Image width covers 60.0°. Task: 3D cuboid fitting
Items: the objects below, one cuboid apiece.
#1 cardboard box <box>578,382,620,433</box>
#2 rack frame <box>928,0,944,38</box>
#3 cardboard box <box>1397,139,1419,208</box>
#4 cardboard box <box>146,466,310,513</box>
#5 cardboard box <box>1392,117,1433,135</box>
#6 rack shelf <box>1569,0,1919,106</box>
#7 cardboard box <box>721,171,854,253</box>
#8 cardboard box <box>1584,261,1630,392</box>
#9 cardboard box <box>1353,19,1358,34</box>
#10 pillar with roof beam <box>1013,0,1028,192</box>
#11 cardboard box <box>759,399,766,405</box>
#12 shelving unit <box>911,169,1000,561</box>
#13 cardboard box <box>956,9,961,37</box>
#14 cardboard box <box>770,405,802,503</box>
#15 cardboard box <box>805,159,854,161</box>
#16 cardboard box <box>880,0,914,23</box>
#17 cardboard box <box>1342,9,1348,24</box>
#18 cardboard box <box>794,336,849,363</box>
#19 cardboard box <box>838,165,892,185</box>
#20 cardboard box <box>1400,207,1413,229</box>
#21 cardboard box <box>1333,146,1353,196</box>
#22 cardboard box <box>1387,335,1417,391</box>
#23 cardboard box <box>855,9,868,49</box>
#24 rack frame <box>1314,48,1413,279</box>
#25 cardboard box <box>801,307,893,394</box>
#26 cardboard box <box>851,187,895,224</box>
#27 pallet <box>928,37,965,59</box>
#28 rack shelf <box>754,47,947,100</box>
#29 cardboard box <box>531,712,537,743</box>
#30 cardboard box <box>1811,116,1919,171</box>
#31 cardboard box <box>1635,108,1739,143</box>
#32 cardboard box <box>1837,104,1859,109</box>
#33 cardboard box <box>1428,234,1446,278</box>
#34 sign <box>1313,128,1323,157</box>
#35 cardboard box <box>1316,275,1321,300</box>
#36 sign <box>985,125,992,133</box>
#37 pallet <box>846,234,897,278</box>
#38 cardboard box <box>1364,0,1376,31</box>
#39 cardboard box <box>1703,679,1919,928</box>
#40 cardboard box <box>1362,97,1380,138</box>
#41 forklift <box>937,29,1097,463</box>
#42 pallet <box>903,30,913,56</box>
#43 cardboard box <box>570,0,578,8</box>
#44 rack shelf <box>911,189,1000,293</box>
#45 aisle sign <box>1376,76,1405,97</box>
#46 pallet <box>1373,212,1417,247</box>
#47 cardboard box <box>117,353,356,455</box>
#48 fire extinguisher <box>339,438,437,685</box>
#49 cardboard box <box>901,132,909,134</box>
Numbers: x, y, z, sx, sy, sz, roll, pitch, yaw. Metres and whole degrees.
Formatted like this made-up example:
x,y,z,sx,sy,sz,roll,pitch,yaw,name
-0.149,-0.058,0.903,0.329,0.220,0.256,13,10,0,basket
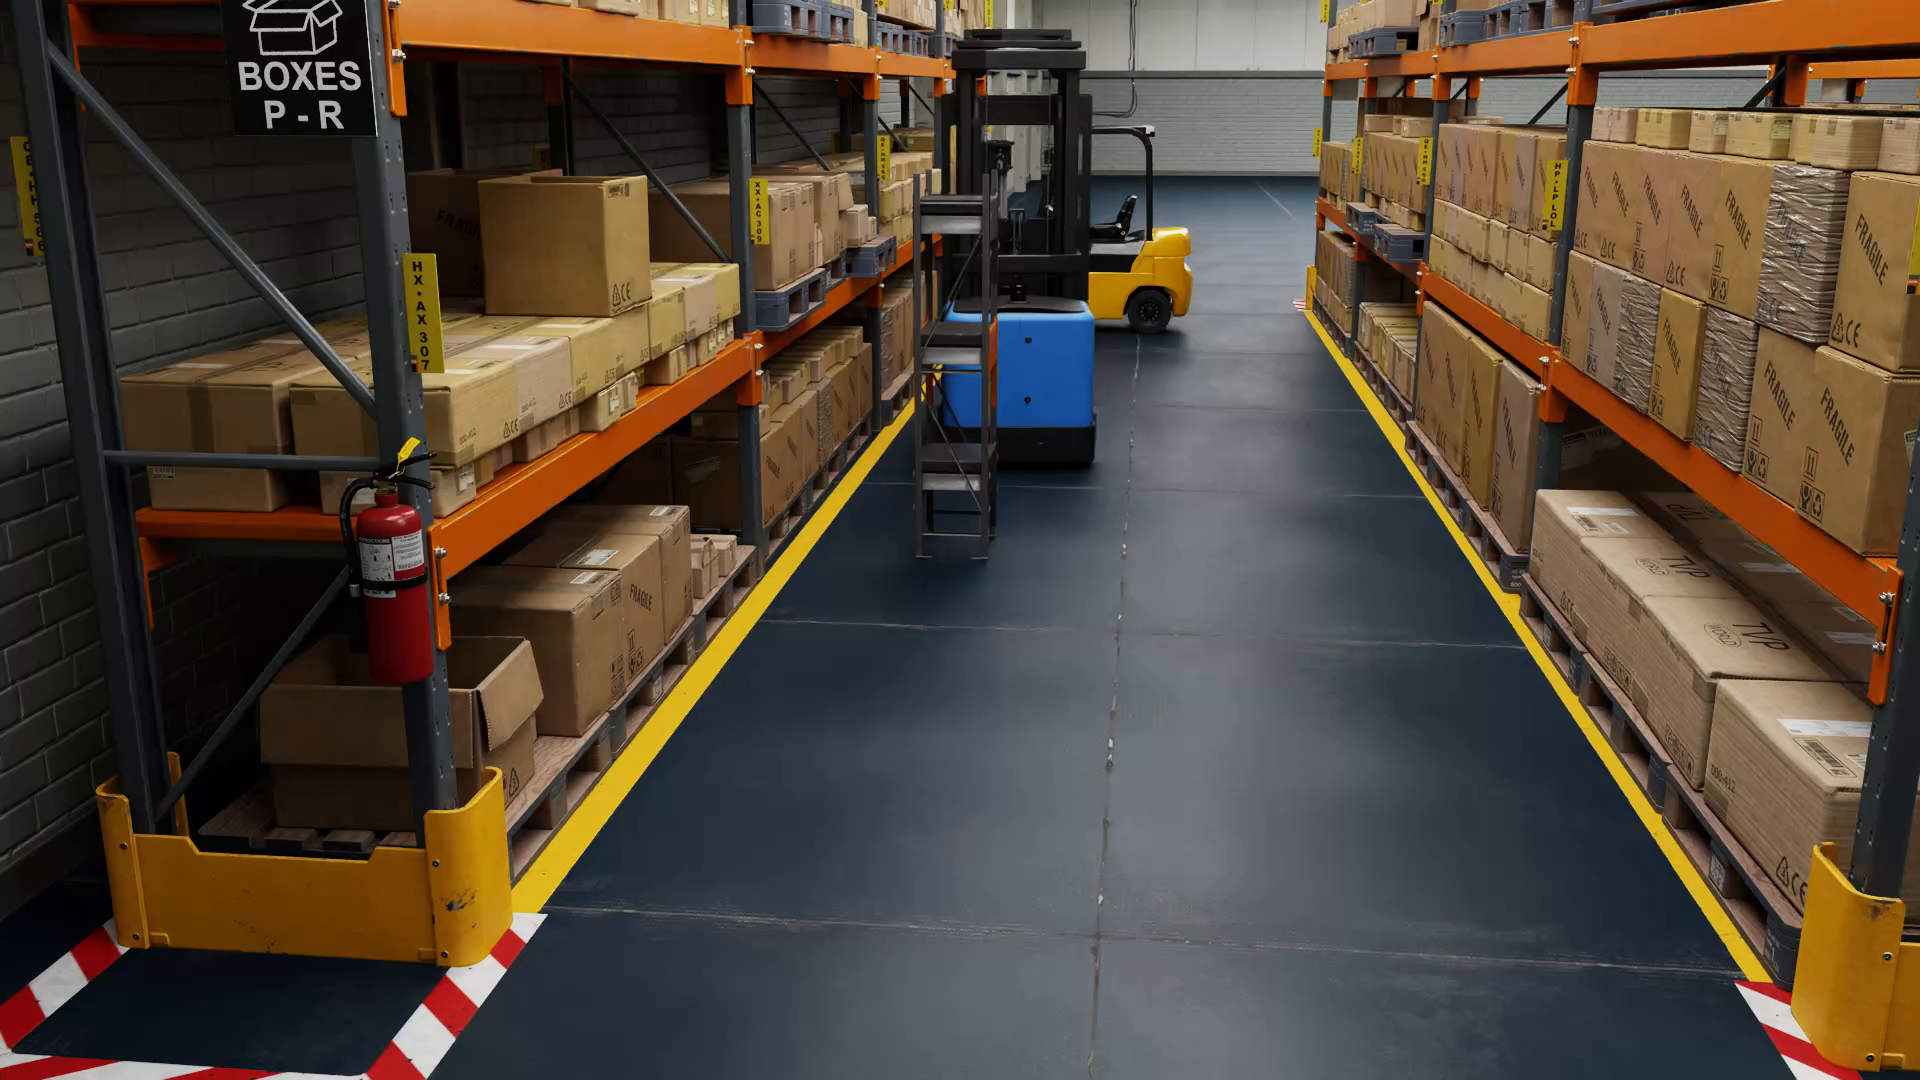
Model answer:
x,y,z,sx,sy,sz,roll,pitch,yaw,name
-1.502,-0.504,6.259,0.380,0.149,0.250,1,15,5,cardboard box
-0.653,-6.223,15.438,1.000,3.000,0.127,2,15,6,rack frame
3.651,-2.800,12.704,0.500,0.500,0.500,1,15,5,cardboard box
-2.236,-0.188,5.091,0.380,0.149,0.250,2,15,6,cardboard box
3.855,-3.493,14.027,0.380,0.149,0.250,3,15,9,cardboard box
3.152,-1.689,5.794,1.077,0.370,4.000,2,15,6,rack shelf
-1.104,-2.114,10.730,0.797,0.503,0.637,1,15,5,cardboard box
3.003,-0.911,7.094,0.500,0.500,0.500,2,15,7,cardboard box
4.118,-4.955,16.210,0.500,0.250,0.500,1,15,5,cardboard box
5.810,-13.205,41.256,9.100,9.000,0.400,2,15,6,pillar with roof beam
-1.296,-0.721,9.323,0.380,0.149,0.250,1,15,5,cardboard box
-0.019,-0.971,9.229,0.431,2.100,0.503,2,15,6,shelving unit
-0.183,-5.337,17.169,0.396,0.266,0.258,1,15,5,cardboard box
-1.227,-0.506,9.770,0.500,0.500,0.500,1,15,6,cardboard box
-1.124,-3.210,14.352,0.380,0.149,0.250,2,15,7,cardboard box
-0.665,-4.482,13.556,0.500,0.500,0.500,2,15,8,cardboard box
4.241,-5.521,17.540,0.380,0.149,0.250,2,15,8,cardboard box
-0.981,-1.325,11.557,0.380,0.149,0.250,1,15,4,cardboard box
-0.743,-2.862,13.066,0.380,0.149,0.250,2,15,8,cardboard box
3.574,-2.456,12.677,0.380,0.149,0.250,2,15,6,cardboard box
4.241,-3.898,17.570,0.500,0.500,0.500,1,15,5,cardboard box
3.977,-1.417,13.385,0.950,0.372,0.625,1,15,5,cardboard box
-0.921,-3.525,11.493,0.500,0.250,0.500,1,15,4,cardboard box
4.731,-4.220,19.520,1.000,3.000,0.127,2,15,6,rack frame
-1.020,-1.508,13.236,0.875,0.625,0.625,2,15,8,cardboard box
-0.786,-2.566,12.735,0.500,0.250,0.500,2,15,6,cardboard box
-0.442,-5.270,17.829,1.003,0.211,1.213,2,15,6,pallet
-0.878,-3.909,14.005,1.077,0.370,4.000,2,15,6,rack shelf
-1.757,0.694,6.008,0.380,0.149,0.250,1,15,4,cardboard box
2.718,-1.149,4.814,0.380,0.149,0.250,2,15,6,cardboard box
3.084,-1.743,7.010,0.380,0.149,0.250,2,15,6,cardboard box
9.482,-4.171,16.983,0.875,0.550,0.500,2,15,6,cardboard box
3.523,-1.953,11.425,0.500,0.250,0.500,1,15,5,cardboard box
4.192,-4.653,19.466,0.100,0.325,0.005,2,15,6,sign
4.365,-2.894,19.081,0.500,0.250,0.500,2,15,6,cardboard box
0.336,-5.018,19.803,0.100,0.325,0.005,2,15,6,sign
-1.111,-2.019,11.751,1.213,0.211,1.003,2,15,6,pallet
3.759,-4.489,14.254,0.500,0.250,0.500,1,15,6,cardboard box
2.901,0.790,5.097,0.875,0.438,0.875,1,15,4,cardboard box
4.826,-4.624,18.340,0.700,0.500,0.500,2,15,7,cardboard box
0.410,-2.278,12.471,1.130,2.935,3.031,0,15,0,forklift
-0.993,-4.116,13.751,1.003,0.211,1.213,2,15,9,pallet
-1.571,-1.948,5.855,0.380,0.149,0.250,2,15,6,cardboard box
-0.019,-1.633,9.050,0.431,0.518,0.480,2,15,6,rack shelf
5.026,-5.482,19.209,0.394,0.787,0.004,2,15,6,aisle sign
4.011,-2.567,13.775,1.003,0.211,1.213,2,15,6,pallet
-2.218,-0.413,5.162,0.500,0.250,0.500,2,15,8,cardboard box
-1.564,0.054,4.578,0.296,0.674,0.183,2,15,6,fire extinguisher
-0.740,-4.255,17.648,0.380,0.149,0.250,2,15,6,cardboard box
